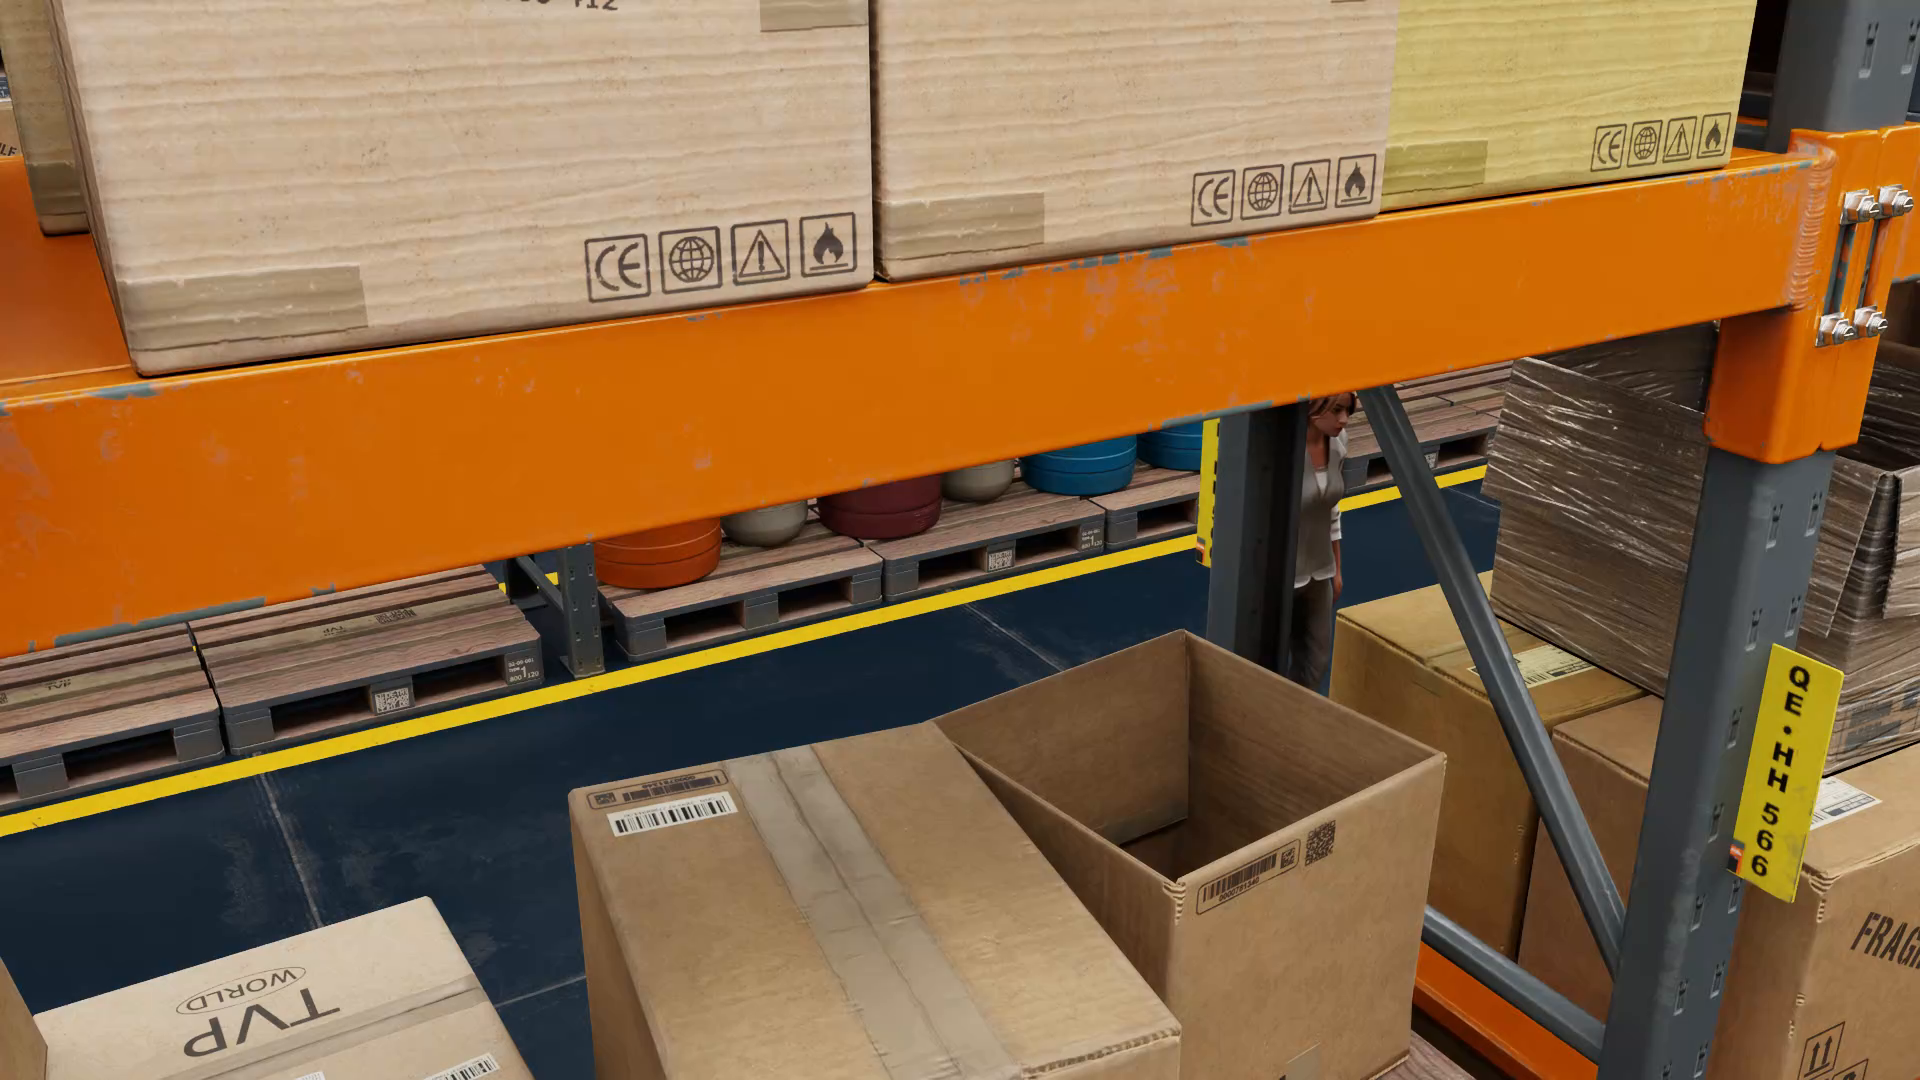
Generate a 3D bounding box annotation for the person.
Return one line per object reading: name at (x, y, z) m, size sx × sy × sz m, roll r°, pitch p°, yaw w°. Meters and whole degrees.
person at (1.136, 0.180, 5.742) m, size 0.476 × 1.530 × 0.347 m, roll -14°, pitch 26°, yaw -31°
